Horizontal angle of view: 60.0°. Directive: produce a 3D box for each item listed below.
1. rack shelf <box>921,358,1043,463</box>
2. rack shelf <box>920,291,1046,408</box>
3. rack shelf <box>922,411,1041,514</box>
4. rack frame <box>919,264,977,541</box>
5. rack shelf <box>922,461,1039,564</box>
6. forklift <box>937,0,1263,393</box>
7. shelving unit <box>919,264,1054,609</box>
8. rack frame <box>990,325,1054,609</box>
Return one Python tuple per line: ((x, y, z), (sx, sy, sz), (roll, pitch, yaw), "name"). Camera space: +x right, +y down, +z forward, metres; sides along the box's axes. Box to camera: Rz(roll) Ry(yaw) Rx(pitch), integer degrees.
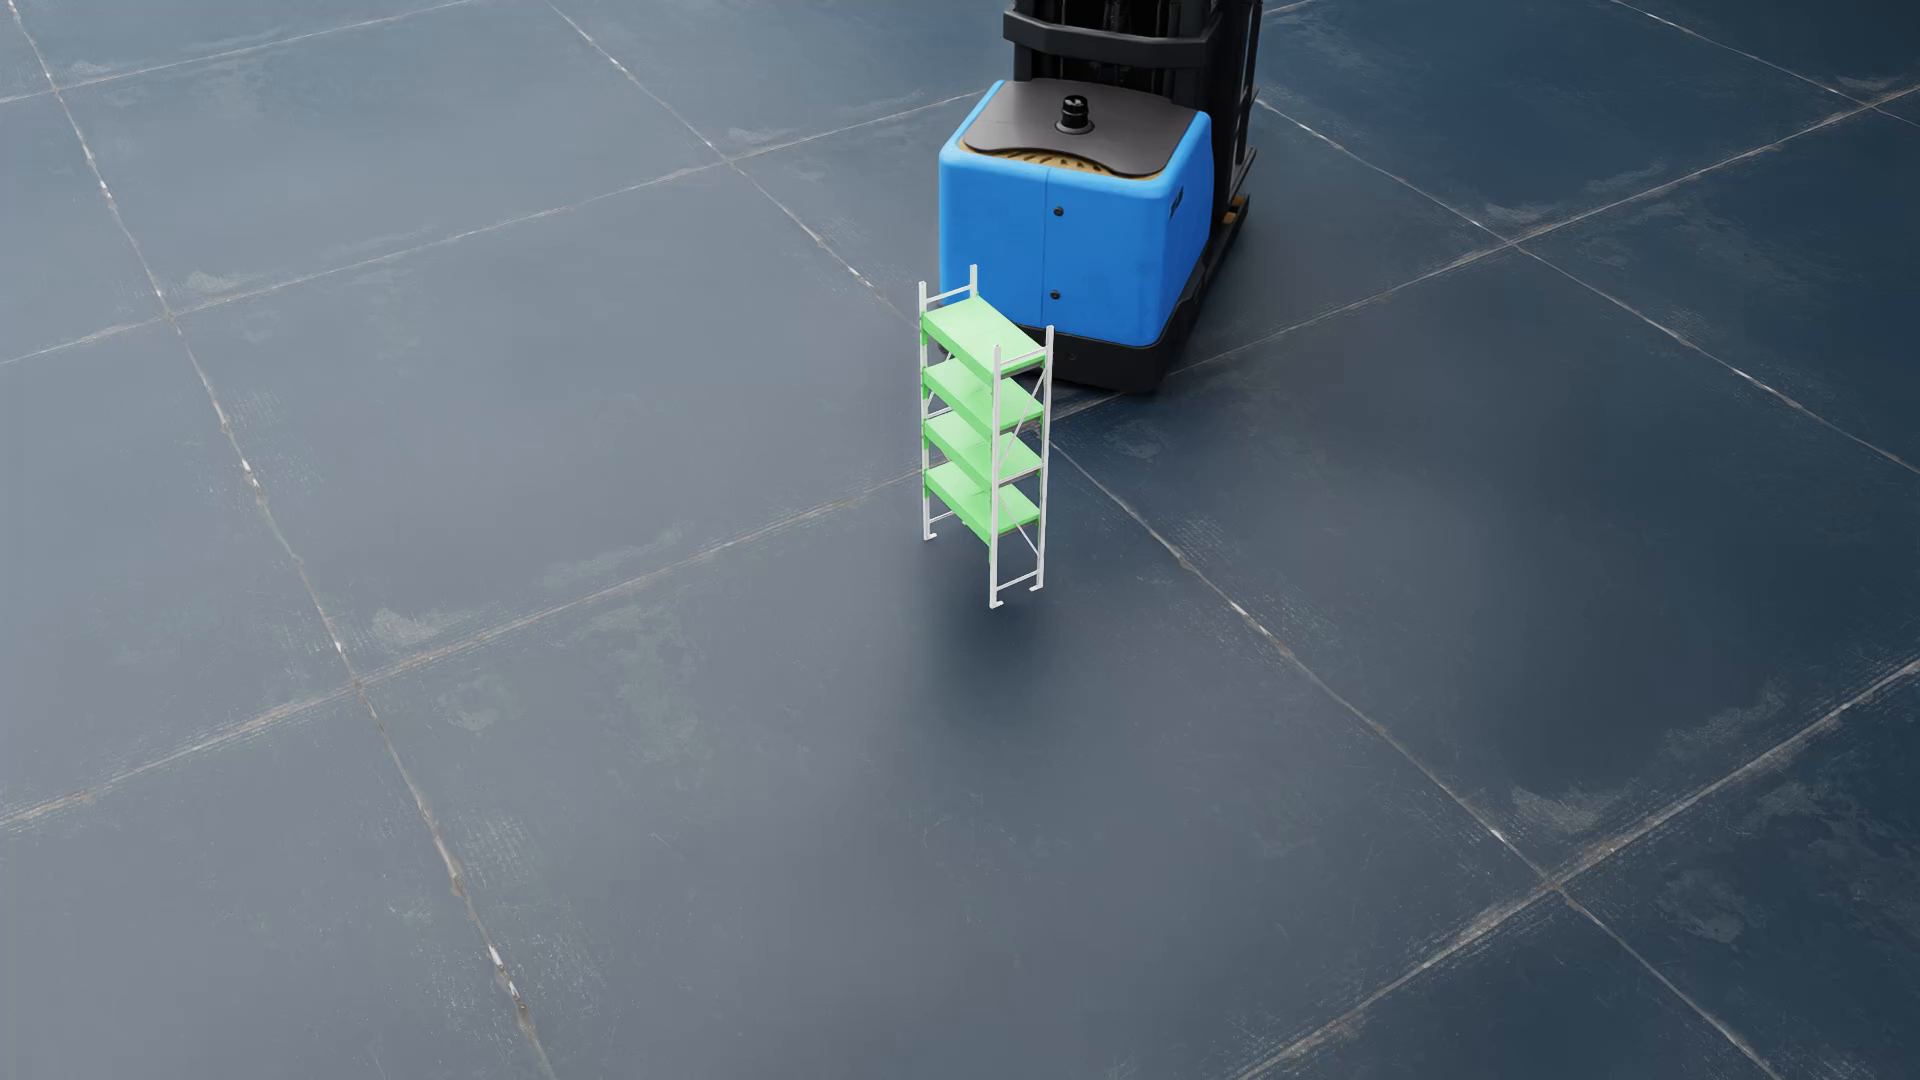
((0.089, -0.507, 6.146), (0.258, 0.148, 0.480), (-22, 45, -24), "rack shelf")
((0.089, -0.691, 5.992), (0.258, 0.148, 0.480), (-22, 45, -24), "rack shelf")
((0.089, -0.323, 6.300), (0.258, 0.148, 0.480), (-22, 45, -24), "rack shelf")
((-0.042, -0.503, 6.417), (0.240, 1.200, 0.015), (-22, 45, -24), "rack frame")
((0.089, -0.138, 6.453), (0.258, 0.148, 0.480), (-22, 45, -24), "rack shelf")
((0.875, -2.731, 7.738), (1.130, 2.935, 3.031), (13, 42, 15), "forklift")
((0.089, -0.372, 6.259), (0.258, 1.200, 0.503), (-22, 45, -24), "shelving unit")
((0.220, -0.240, 6.101), (0.240, 1.200, 0.015), (-22, 45, -24), "rack frame")
